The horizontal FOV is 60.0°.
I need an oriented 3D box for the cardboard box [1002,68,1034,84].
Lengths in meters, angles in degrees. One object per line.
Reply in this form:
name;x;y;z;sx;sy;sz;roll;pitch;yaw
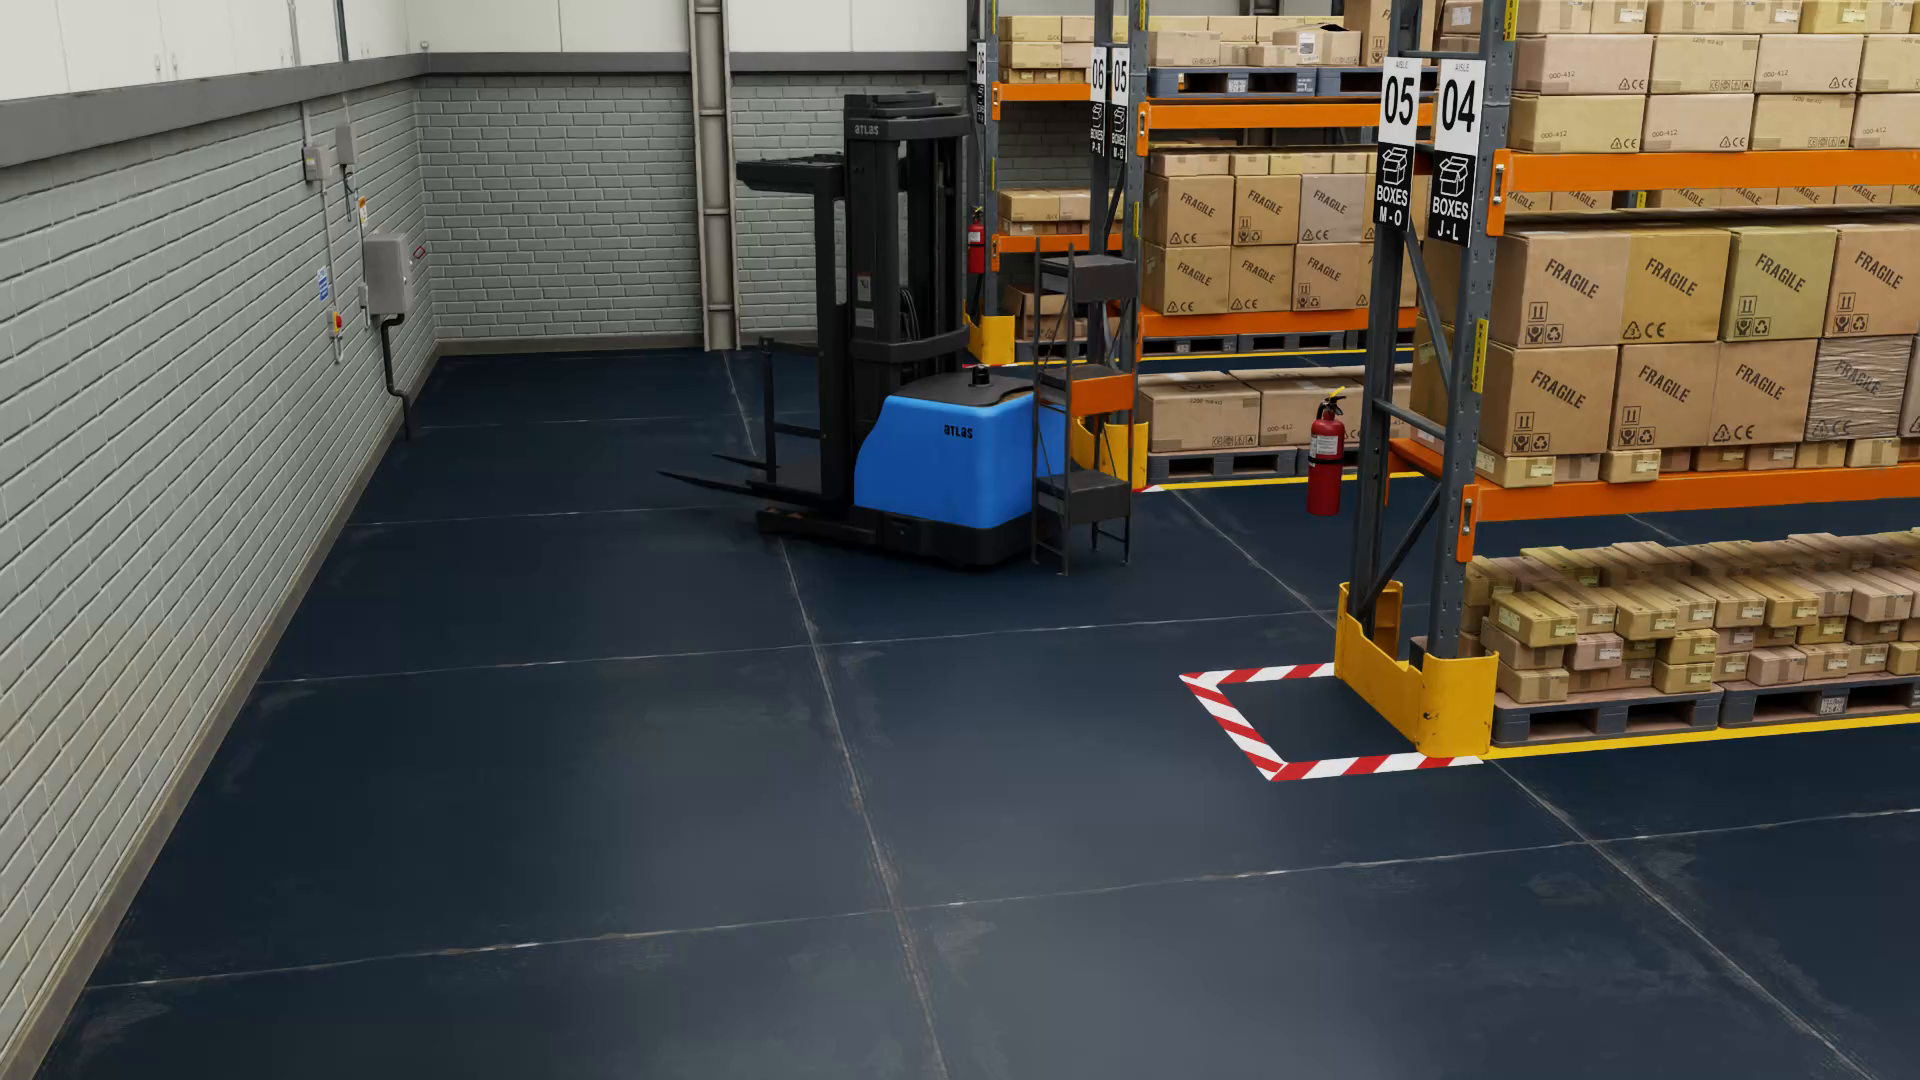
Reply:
cardboard box;0.581;-4.680;16.758;0.250;0.149;0.380;-3;17;-9

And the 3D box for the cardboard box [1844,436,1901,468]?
cardboard box;4.377;-0.475;8.177;0.250;0.149;0.380;-3;17;-9

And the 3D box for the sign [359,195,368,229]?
sign;-4.811;-2.645;13.407;0.001;0.242;0.339;-3;17;-10

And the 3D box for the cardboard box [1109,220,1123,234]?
cardboard box;1.611;-3.299;17.373;0.250;0.149;0.380;-3;17;-10

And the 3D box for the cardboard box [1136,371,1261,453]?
cardboard box;1.798;-1.026;13.193;0.875;0.438;0.875;-4;17;-12

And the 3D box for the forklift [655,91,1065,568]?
forklift;-0.794;-1.533;11.311;3.031;2.935;1.130;11;20;32

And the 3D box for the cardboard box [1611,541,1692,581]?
cardboard box;3.686;0.136;8.887;0.250;0.149;0.380;-3;17;-8

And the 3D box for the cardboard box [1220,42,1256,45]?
cardboard box;2.712;-4.986;17.077;0.500;0.250;0.500;-3;17;-9

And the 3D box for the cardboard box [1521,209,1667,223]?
cardboard box;3.107;-1.357;8.240;0.500;0.500;0.500;-4;17;-12

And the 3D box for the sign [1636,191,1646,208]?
sign;5.203;-2.499;12.730;0.005;0.325;0.100;-3;17;-10

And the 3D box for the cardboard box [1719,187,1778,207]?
cardboard box;6.077;-2.711;13.157;0.500;0.500;0.500;-3;17;-11

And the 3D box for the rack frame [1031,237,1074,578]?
rack frame;0.572;-0.816;10.391;0.015;2.100;0.400;-10;20;-29

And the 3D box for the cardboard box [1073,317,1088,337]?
cardboard box;1.267;-2.272;17.742;0.250;0.149;0.380;-4;18;-13

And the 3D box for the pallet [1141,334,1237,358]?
pallet;2.276;-2.198;18.109;1.213;0.211;1.003;-3;17;-10

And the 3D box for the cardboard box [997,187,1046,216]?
cardboard box;0.625;-3.588;17.633;0.500;0.250;0.500;-3;17;-9

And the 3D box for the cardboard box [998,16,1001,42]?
cardboard box;0.607;-5.264;17.130;0.500;0.250;0.500;-4;17;-12

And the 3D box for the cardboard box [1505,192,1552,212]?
cardboard box;4.186;-2.601;12.799;0.500;0.500;0.500;-3;17;-11

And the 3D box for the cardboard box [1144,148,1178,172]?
cardboard box;1.484;-2.898;12.661;0.250;0.149;0.380;-3;17;-10

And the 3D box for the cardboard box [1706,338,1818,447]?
cardboard box;3.705;-0.759;7.999;0.500;0.500;0.500;-3;17;-10

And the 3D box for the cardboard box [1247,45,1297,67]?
cardboard box;2.281;-3.541;12.166;0.250;0.149;0.380;-3;17;-8

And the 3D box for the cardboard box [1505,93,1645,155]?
cardboard box;2.697;-1.877;7.460;0.500;0.250;0.500;-3;17;-8

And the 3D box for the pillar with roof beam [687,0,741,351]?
pillar with roof beam;-1.778;-5.152;12.758;0.400;9.000;9.100;-3;17;-10

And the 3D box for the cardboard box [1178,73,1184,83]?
cardboard box;2.105;-4.737;16.945;0.250;0.149;0.380;-3;17;-10

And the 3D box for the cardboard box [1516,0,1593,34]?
cardboard box;2.569;-2.307;7.331;0.250;0.149;0.380;-3;17;-11

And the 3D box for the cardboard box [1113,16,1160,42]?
cardboard box;1.701;-5.166;16.810;0.500;0.250;0.500;-4;17;-11

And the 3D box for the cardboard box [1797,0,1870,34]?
cardboard box;3.851;-2.356;7.489;0.250;0.149;0.380;-3;17;-9

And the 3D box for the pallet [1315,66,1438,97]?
pallet;3.096;-3.489;12.606;1.213;0.211;1.003;-3;17;-10

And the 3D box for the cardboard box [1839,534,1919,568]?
cardboard box;4.985;0.099;9.009;0.250;0.149;0.380;-4;17;-12

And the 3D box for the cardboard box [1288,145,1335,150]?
cardboard box;2.726;-2.985;12.944;0.250;0.149;0.380;-3;17;-9

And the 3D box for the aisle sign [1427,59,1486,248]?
aisle sign;2.193;-1.715;7.360;0.004;0.787;0.394;-3;17;-10

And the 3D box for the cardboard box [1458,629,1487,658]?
cardboard box;2.685;0.509;8.685;0.250;0.149;0.380;-3;17;-10

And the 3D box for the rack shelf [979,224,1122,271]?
rack shelf;2.188;-3.183;17.791;4.000;0.370;1.077;-3;17;-10

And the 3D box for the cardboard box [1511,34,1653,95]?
cardboard box;2.698;-2.115;7.383;0.500;0.250;0.500;-3;17;-10

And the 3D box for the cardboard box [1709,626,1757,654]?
cardboard box;3.789;0.438;8.410;0.250;0.149;0.380;-4;18;-13

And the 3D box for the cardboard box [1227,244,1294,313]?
cardboard box;2.186;-2.013;12.585;0.500;0.500;0.500;-3;17;-11

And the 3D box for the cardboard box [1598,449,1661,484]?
cardboard box;3.104;-0.392;7.908;0.250;0.149;0.380;-4;17;-12

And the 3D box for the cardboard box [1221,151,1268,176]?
cardboard box;2.091;-2.777;12.266;0.250;0.149;0.380;-3;17;-9

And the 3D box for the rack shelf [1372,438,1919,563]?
rack shelf;4.171;-0.331;8.505;4.000;0.370;1.077;-3;17;-10

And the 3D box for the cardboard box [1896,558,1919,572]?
cardboard box;5.079;0.220;8.614;0.250;0.149;0.380;-3;17;-9

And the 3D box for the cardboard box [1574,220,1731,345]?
cardboard box;3.193;-1.210;7.761;0.500;0.500;0.500;-3;17;-9

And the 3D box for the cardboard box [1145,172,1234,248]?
cardboard box;1.694;-2.455;12.323;0.500;0.500;0.500;-4;17;-12

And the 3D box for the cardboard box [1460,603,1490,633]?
cardboard box;2.672;0.345;8.714;0.250;0.149;0.380;-4;17;-12

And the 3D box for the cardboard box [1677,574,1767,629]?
cardboard box;3.808;0.306;8.335;0.250;0.149;0.380;-3;17;-8

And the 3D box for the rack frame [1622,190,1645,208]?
rack frame;5.097;-2.207;13.390;0.127;3.000;1.000;-3;17;-10

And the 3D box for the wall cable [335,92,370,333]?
wall cable;-4.643;-2.558;12.800;0.122;1.984;0.588;-3;17;-10

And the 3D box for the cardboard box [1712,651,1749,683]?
cardboard box;3.771;0.584;8.443;0.250;0.149;0.380;-3;17;-10

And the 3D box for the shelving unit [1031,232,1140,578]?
shelving unit;0.782;-0.852;10.511;0.503;2.100;0.431;-10;20;-29
